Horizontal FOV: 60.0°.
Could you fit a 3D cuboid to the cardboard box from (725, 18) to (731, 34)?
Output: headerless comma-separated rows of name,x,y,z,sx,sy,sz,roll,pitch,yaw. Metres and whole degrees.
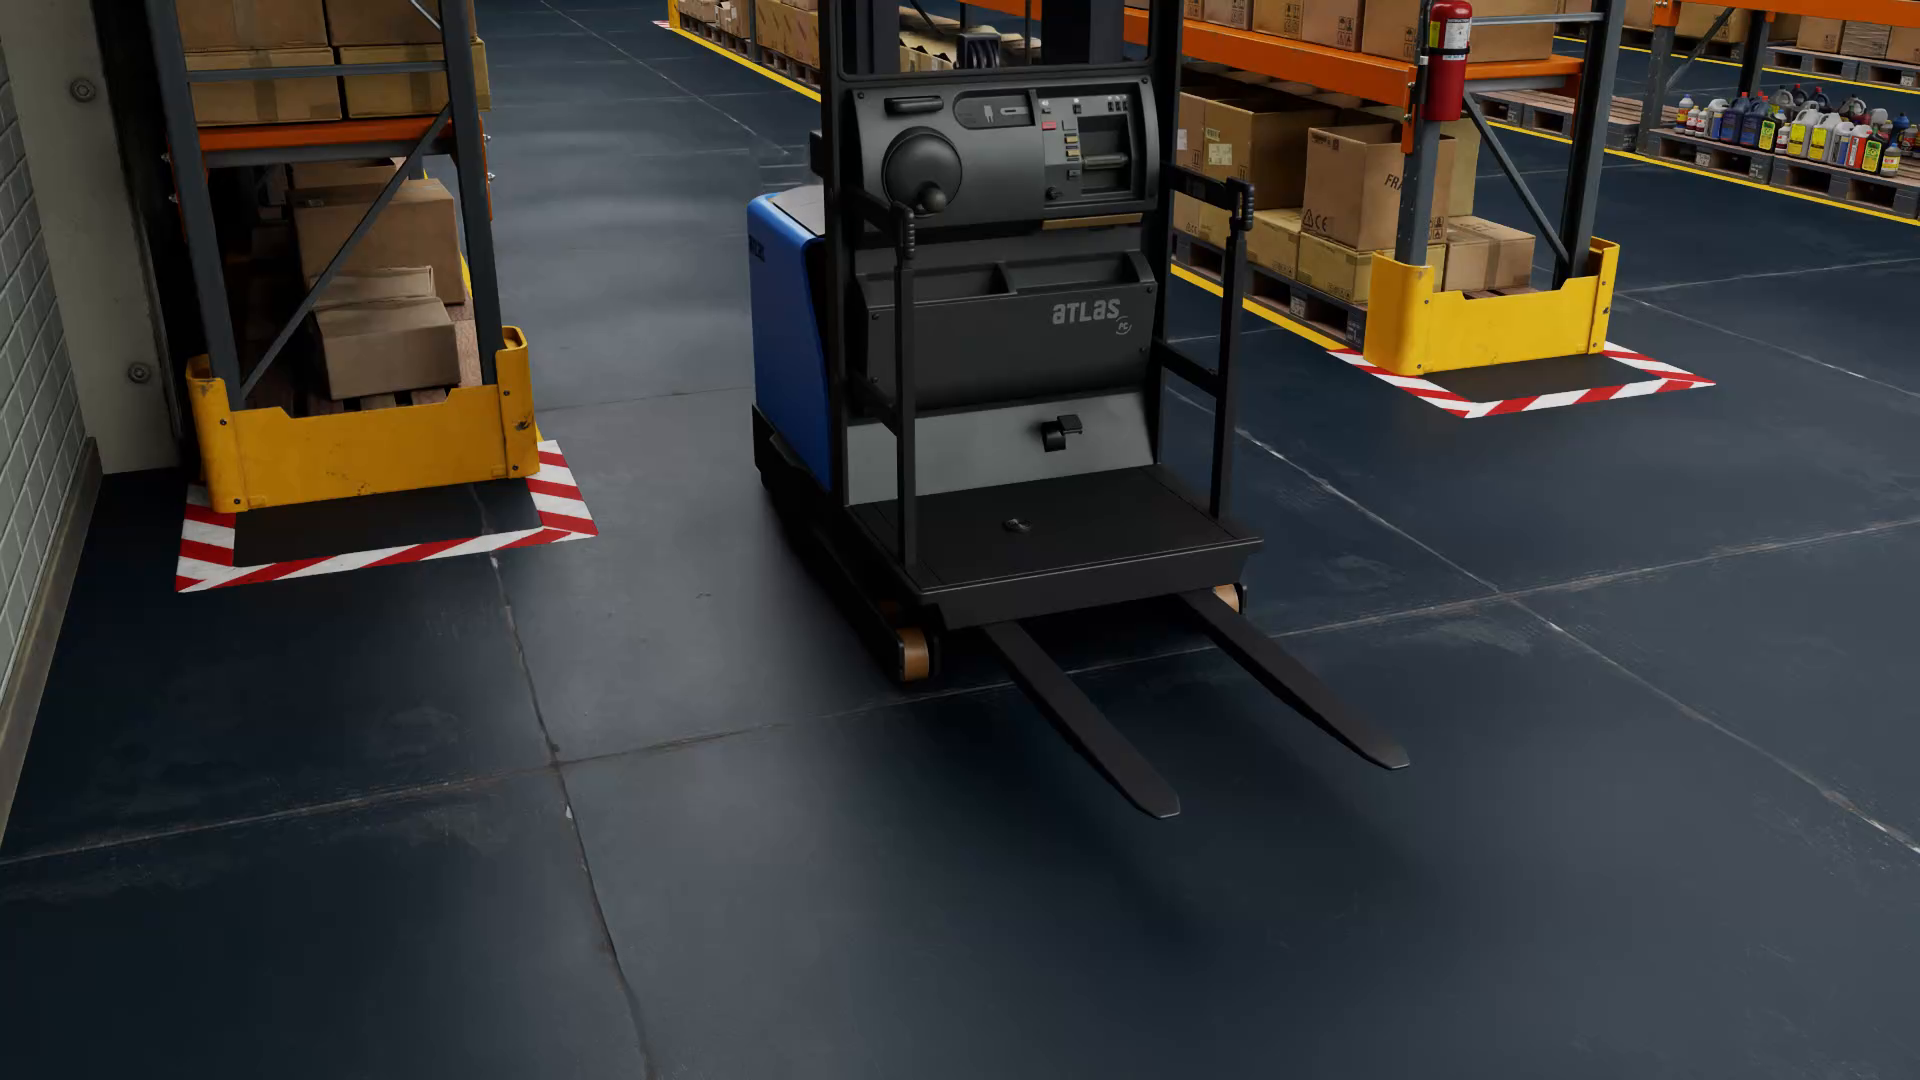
cardboard box,-2.436,-5.812,18.782,0.380,0.149,0.250,-8,24,-19

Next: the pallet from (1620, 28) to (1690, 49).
pallet,8.266,-5.986,19.681,1.003,0.211,1.213,-8,24,-19

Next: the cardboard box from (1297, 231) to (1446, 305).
cardboard box,1.993,-1.348,8.085,0.500,0.250,0.500,-8,24,-19

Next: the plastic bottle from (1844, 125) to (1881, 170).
plastic bottle,5.972,-2.595,10.986,0.152,0.276,0.135,-8,24,-19

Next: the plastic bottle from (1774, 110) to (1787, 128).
plastic bottle,5.731,-2.877,11.660,0.097,0.271,0.097,0,23,0

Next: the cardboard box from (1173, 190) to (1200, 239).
cardboard box,1.452,-1.891,9.374,0.500,0.250,0.500,-8,24,-19

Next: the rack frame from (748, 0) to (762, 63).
rack frame,-1.781,-6.627,17.612,1.000,3.000,0.127,-8,24,-19

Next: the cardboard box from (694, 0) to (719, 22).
cardboard box,-2.914,-6.416,20.085,0.500,0.250,0.500,-8,24,-19

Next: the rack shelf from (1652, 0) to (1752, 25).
rack shelf,4.974,-4.794,14.188,1.077,0.370,4.000,-8,24,-19

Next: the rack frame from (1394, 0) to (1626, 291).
rack frame,2.459,-2.267,7.267,1.000,3.000,0.127,-8,24,-19

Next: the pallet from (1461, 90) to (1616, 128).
pallet,4.932,-3.838,14.584,1.003,0.211,1.213,-8,24,-19

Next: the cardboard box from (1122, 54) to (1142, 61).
cardboard box,0.916,-2.781,10.520,0.500,0.500,0.500,-8,24,-19

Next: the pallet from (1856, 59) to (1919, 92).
pallet,9.603,-4.520,16.202,1.003,0.211,1.213,-8,24,-19

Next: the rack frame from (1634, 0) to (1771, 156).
rack frame,5.681,-4.399,12.324,1.000,3.000,0.127,-8,24,-19

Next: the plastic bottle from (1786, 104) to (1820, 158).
plastic bottle,5.795,-2.807,11.393,0.144,0.351,0.185,-9,24,-19

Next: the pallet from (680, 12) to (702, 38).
pallet,-2.884,-6.478,20.849,1.003,0.211,1.213,-8,24,-19

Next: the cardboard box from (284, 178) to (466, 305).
cardboard box,-2.748,-1.381,7.817,0.700,0.500,0.500,-10,25,-22

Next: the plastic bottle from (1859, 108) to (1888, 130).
plastic bottle,6.414,-2.905,11.721,0.152,0.276,0.135,-8,24,-18

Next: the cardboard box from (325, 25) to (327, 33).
cardboard box,-2.714,-1.857,6.461,0.500,0.250,0.500,-8,24,-17

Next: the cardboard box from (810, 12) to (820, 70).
cardboard box,-1.100,-4.720,15.739,0.500,0.500,0.500,-9,25,-21

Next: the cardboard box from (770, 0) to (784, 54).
cardboard box,-1.639,-5.277,17.059,0.500,0.500,0.500,-8,24,-18

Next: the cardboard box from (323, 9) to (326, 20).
cardboard box,-2.421,-2.120,7.084,0.500,0.250,0.500,-9,24,-20

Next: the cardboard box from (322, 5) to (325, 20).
cardboard box,-2.708,-2.198,6.305,0.500,0.500,0.500,-8,24,-18

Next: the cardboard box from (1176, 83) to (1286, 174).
cardboard box,1.448,-2.236,9.228,0.500,0.500,0.500,-8,24,-19

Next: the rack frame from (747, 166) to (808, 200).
rack frame,-0.670,-0.953,6.713,0.240,1.200,0.006,-6,-10,-13

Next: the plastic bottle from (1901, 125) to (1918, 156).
plastic bottle,6.554,-2.757,11.465,0.097,0.201,0.097,0,23,0

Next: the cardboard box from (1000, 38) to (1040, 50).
cardboard box,0.413,-3.830,13.253,0.500,0.311,0.500,-9,24,-19

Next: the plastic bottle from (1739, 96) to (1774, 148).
plastic bottle,5.644,-2.962,11.760,0.144,0.351,0.185,-9,25,-21

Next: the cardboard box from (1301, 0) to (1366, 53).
cardboard box,2.116,-2.675,8.105,0.700,0.500,0.500,-8,24,-18

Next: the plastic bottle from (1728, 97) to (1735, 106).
plastic bottle,5.623,-3.075,12.114,0.061,0.283,0.133,-8,24,-19

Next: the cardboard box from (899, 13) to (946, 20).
cardboard box,-0.451,-4.619,15.498,0.500,0.500,0.500,-9,25,-21

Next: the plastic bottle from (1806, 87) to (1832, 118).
plastic bottle,6.246,-3.117,12.126,0.144,0.351,0.185,-10,25,-22

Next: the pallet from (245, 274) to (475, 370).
pallet,-2.882,-1.071,8.020,1.003,0.211,1.213,-8,24,-19

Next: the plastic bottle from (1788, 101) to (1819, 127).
plastic bottle,6.116,-3.053,12.071,0.152,0.276,0.135,-8,24,-19

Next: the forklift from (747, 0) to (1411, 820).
forklift,0.221,-1.121,4.637,1.130,2.935,3.031,-8,24,-19

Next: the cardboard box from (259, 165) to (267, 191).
cardboard box,-4.093,-2.536,10.557,0.700,0.500,0.500,-9,24,-20

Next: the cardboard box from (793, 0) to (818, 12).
cardboard box,-1.307,-5.269,16.075,0.500,0.250,0.500,-9,24,-20

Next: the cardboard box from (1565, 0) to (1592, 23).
cardboard box,8.050,-6.645,19.849,1.225,0.875,0.875,-9,25,-21

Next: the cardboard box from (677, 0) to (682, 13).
cardboard box,-3.367,-6.770,21.055,0.380,0.149,0.250,-8,24,-19

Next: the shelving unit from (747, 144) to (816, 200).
shelving unit,-0.650,-0.971,6.626,0.258,1.200,0.189,-6,-10,-13

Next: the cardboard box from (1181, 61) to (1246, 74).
cardboard box,1.580,-2.671,10.258,0.500,0.500,0.500,-8,24,-19

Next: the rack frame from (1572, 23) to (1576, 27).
rack frame,7.488,-7.985,20.833,1.000,3.000,0.127,-8,24,-19

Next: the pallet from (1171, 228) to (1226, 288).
pallet,1.722,-1.697,9.504,1.003,0.211,1.213,-8,24,-19

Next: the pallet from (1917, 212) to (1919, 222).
pallet,6.741,-1.977,10.170,1.003,0.211,1.213,-8,24,-19

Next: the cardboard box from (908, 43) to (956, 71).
cardboard box,-0.086,-3.753,13.069,0.500,0.311,0.500,-9,24,-20

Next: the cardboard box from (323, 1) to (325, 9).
cardboard box,-2.404,-2.456,6.917,0.500,0.500,0.500,-9,25,-21

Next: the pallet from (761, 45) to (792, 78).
pallet,-1.458,-5.052,17.464,1.003,0.211,1.213,-8,24,-19

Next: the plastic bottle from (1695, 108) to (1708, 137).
plastic bottle,5.455,-3.062,12.189,0.097,0.201,0.097,0,23,0

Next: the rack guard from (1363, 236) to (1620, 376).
rack guard,2.467,-1.106,7.731,1.175,0.500,0.348,-8,24,-19

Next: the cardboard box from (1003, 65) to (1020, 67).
cardboard box,0.445,-3.201,11.761,0.500,0.311,0.500,-8,24,-18

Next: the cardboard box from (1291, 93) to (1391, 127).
cardboard box,2.110,-2.126,8.965,0.500,0.500,0.500,-8,24,-19

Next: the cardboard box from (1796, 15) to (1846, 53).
cardboard box,9.157,-5.342,17.214,0.700,0.500,0.500,-10,25,-22

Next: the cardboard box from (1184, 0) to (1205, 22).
cardboard box,1.574,-3.233,9.429,0.700,0.500,0.500,-8,24,-18
